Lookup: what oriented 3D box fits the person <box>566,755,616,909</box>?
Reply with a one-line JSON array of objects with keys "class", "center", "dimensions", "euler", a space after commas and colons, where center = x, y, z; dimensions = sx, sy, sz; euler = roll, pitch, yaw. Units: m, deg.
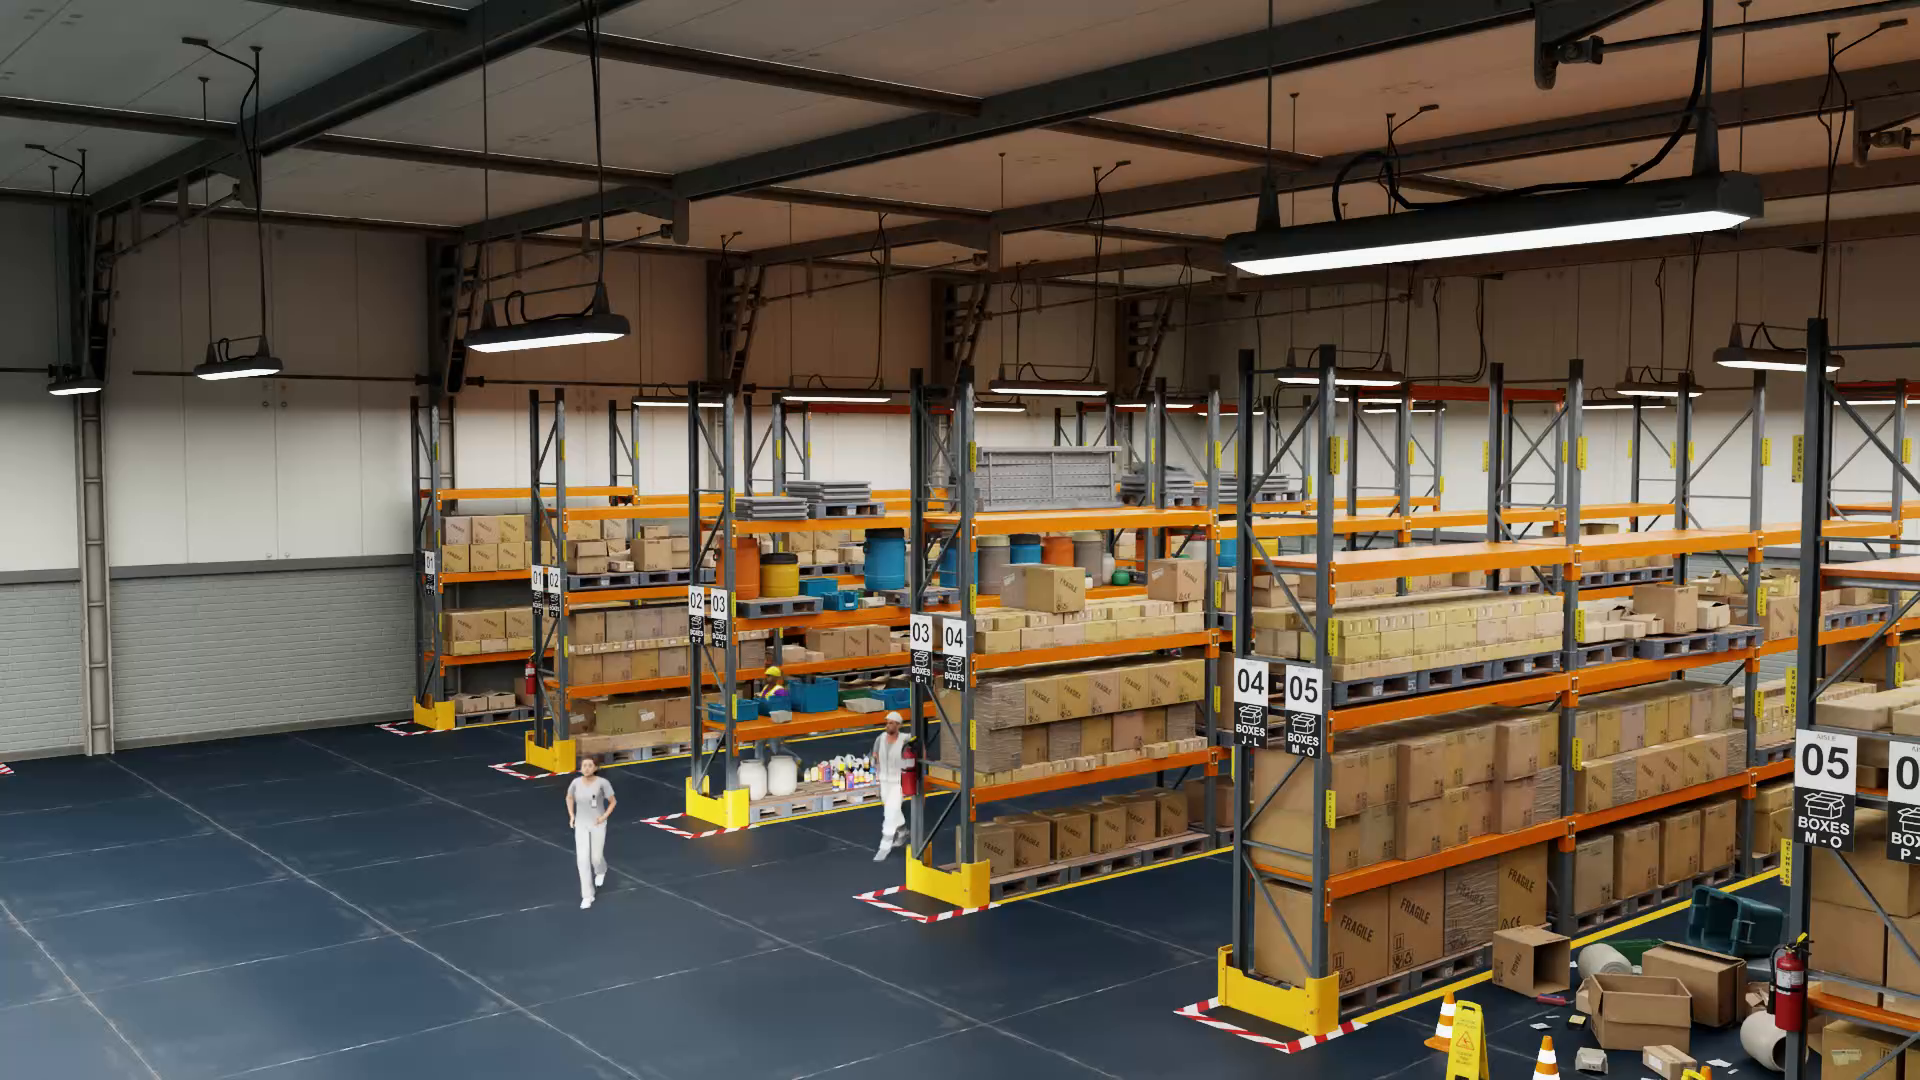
[{"class": "person", "center": [-4.164, 3.239, 18.774], "dimensions": [0.579, 1.667, 0.850], "euler": [0, 3, -3]}]

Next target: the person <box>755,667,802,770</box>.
[{"class": "person", "center": [-2.803, 2.753, 25.241], "dimensions": [0.830, 1.683, 0.710], "euler": [-3, 5, -42]}]

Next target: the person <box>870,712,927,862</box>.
[{"class": "person", "center": [-0.799, 3.048, 20.741], "dimensions": [0.663, 1.847, 0.795], "euler": [2, 4, 36]}]
